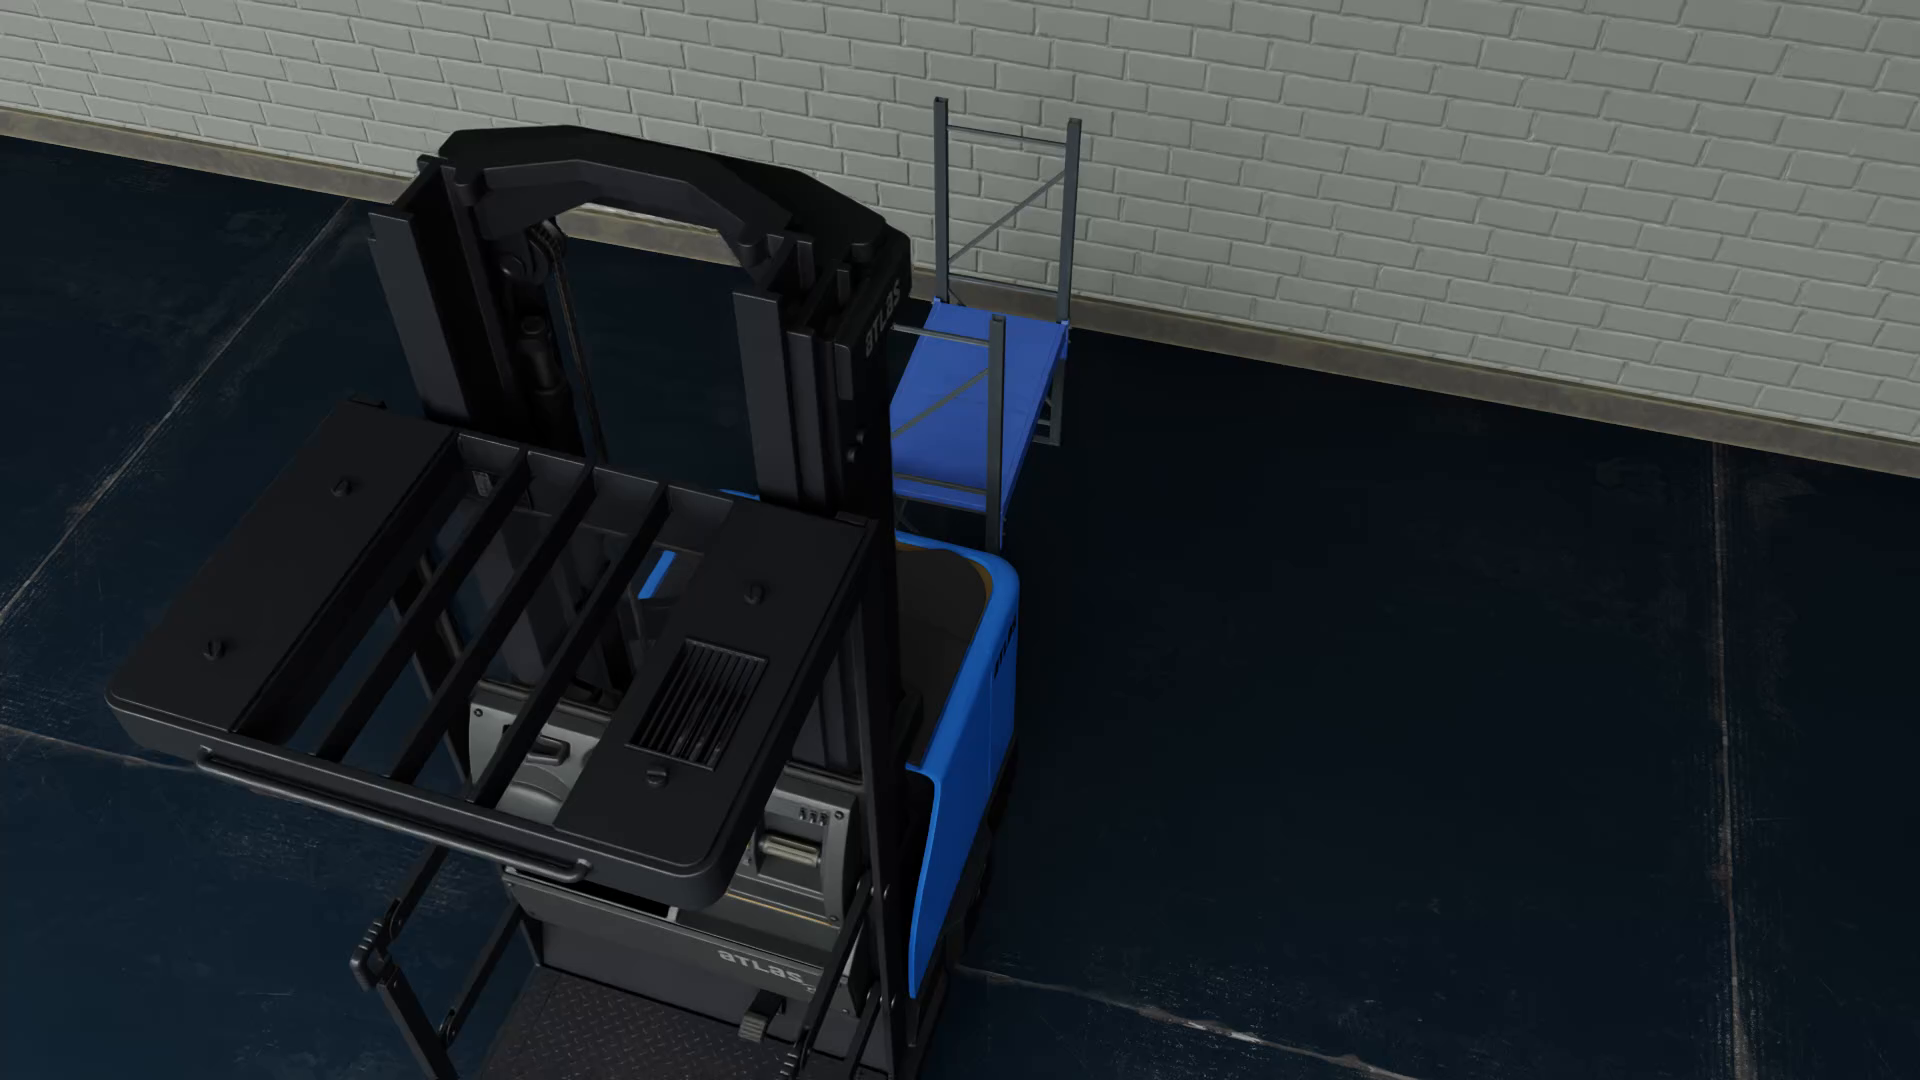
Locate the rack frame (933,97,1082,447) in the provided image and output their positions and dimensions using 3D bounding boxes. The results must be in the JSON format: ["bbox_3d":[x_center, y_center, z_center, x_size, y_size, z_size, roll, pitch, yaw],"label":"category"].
[{"bbox_3d":[0.156,-0.926,6.067,0.500,1.500,0.032,12,50,10],"label":"rack frame"}]

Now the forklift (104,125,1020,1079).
[{"bbox_3d":[-0.754,0.736,3.645,1.130,2.935,3.031,14,50,12],"label":"forklift"}]

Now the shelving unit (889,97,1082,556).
[{"bbox_3d":[0.022,-0.558,5.742,0.538,1.500,1.048,12,50,10],"label":"shelving unit"}]

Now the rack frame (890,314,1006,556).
[{"bbox_3d":[-0.111,-0.190,5.418,0.500,1.500,0.032,12,50,10],"label":"rack frame"}]

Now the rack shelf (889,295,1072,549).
[{"bbox_3d":[0.022,-0.439,5.877,0.538,0.185,1.000,12,50,10],"label":"rack shelf"}]
